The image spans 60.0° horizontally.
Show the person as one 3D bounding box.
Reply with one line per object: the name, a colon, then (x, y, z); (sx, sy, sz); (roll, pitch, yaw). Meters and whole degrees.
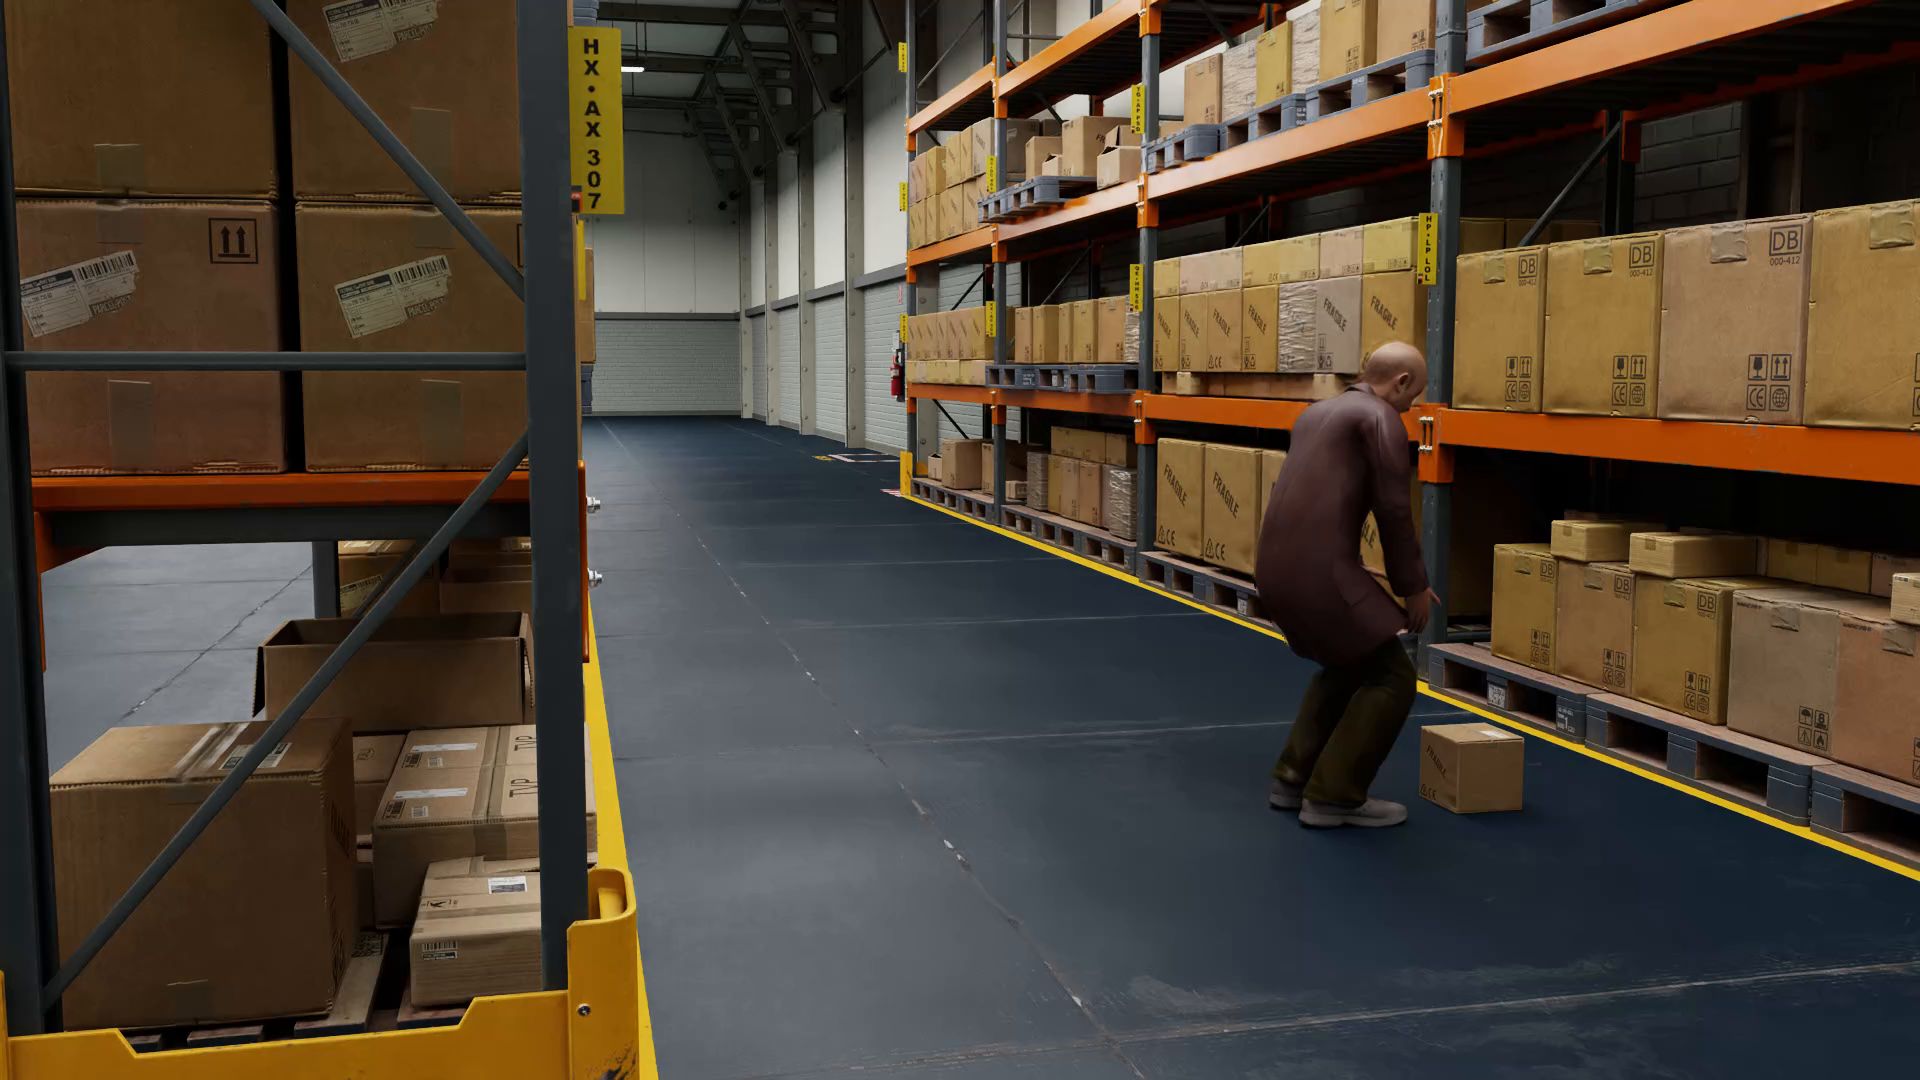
person: (1.272, 0.136, 5.559); (0.588, 1.582, 0.623); (-1, 6, -13)
